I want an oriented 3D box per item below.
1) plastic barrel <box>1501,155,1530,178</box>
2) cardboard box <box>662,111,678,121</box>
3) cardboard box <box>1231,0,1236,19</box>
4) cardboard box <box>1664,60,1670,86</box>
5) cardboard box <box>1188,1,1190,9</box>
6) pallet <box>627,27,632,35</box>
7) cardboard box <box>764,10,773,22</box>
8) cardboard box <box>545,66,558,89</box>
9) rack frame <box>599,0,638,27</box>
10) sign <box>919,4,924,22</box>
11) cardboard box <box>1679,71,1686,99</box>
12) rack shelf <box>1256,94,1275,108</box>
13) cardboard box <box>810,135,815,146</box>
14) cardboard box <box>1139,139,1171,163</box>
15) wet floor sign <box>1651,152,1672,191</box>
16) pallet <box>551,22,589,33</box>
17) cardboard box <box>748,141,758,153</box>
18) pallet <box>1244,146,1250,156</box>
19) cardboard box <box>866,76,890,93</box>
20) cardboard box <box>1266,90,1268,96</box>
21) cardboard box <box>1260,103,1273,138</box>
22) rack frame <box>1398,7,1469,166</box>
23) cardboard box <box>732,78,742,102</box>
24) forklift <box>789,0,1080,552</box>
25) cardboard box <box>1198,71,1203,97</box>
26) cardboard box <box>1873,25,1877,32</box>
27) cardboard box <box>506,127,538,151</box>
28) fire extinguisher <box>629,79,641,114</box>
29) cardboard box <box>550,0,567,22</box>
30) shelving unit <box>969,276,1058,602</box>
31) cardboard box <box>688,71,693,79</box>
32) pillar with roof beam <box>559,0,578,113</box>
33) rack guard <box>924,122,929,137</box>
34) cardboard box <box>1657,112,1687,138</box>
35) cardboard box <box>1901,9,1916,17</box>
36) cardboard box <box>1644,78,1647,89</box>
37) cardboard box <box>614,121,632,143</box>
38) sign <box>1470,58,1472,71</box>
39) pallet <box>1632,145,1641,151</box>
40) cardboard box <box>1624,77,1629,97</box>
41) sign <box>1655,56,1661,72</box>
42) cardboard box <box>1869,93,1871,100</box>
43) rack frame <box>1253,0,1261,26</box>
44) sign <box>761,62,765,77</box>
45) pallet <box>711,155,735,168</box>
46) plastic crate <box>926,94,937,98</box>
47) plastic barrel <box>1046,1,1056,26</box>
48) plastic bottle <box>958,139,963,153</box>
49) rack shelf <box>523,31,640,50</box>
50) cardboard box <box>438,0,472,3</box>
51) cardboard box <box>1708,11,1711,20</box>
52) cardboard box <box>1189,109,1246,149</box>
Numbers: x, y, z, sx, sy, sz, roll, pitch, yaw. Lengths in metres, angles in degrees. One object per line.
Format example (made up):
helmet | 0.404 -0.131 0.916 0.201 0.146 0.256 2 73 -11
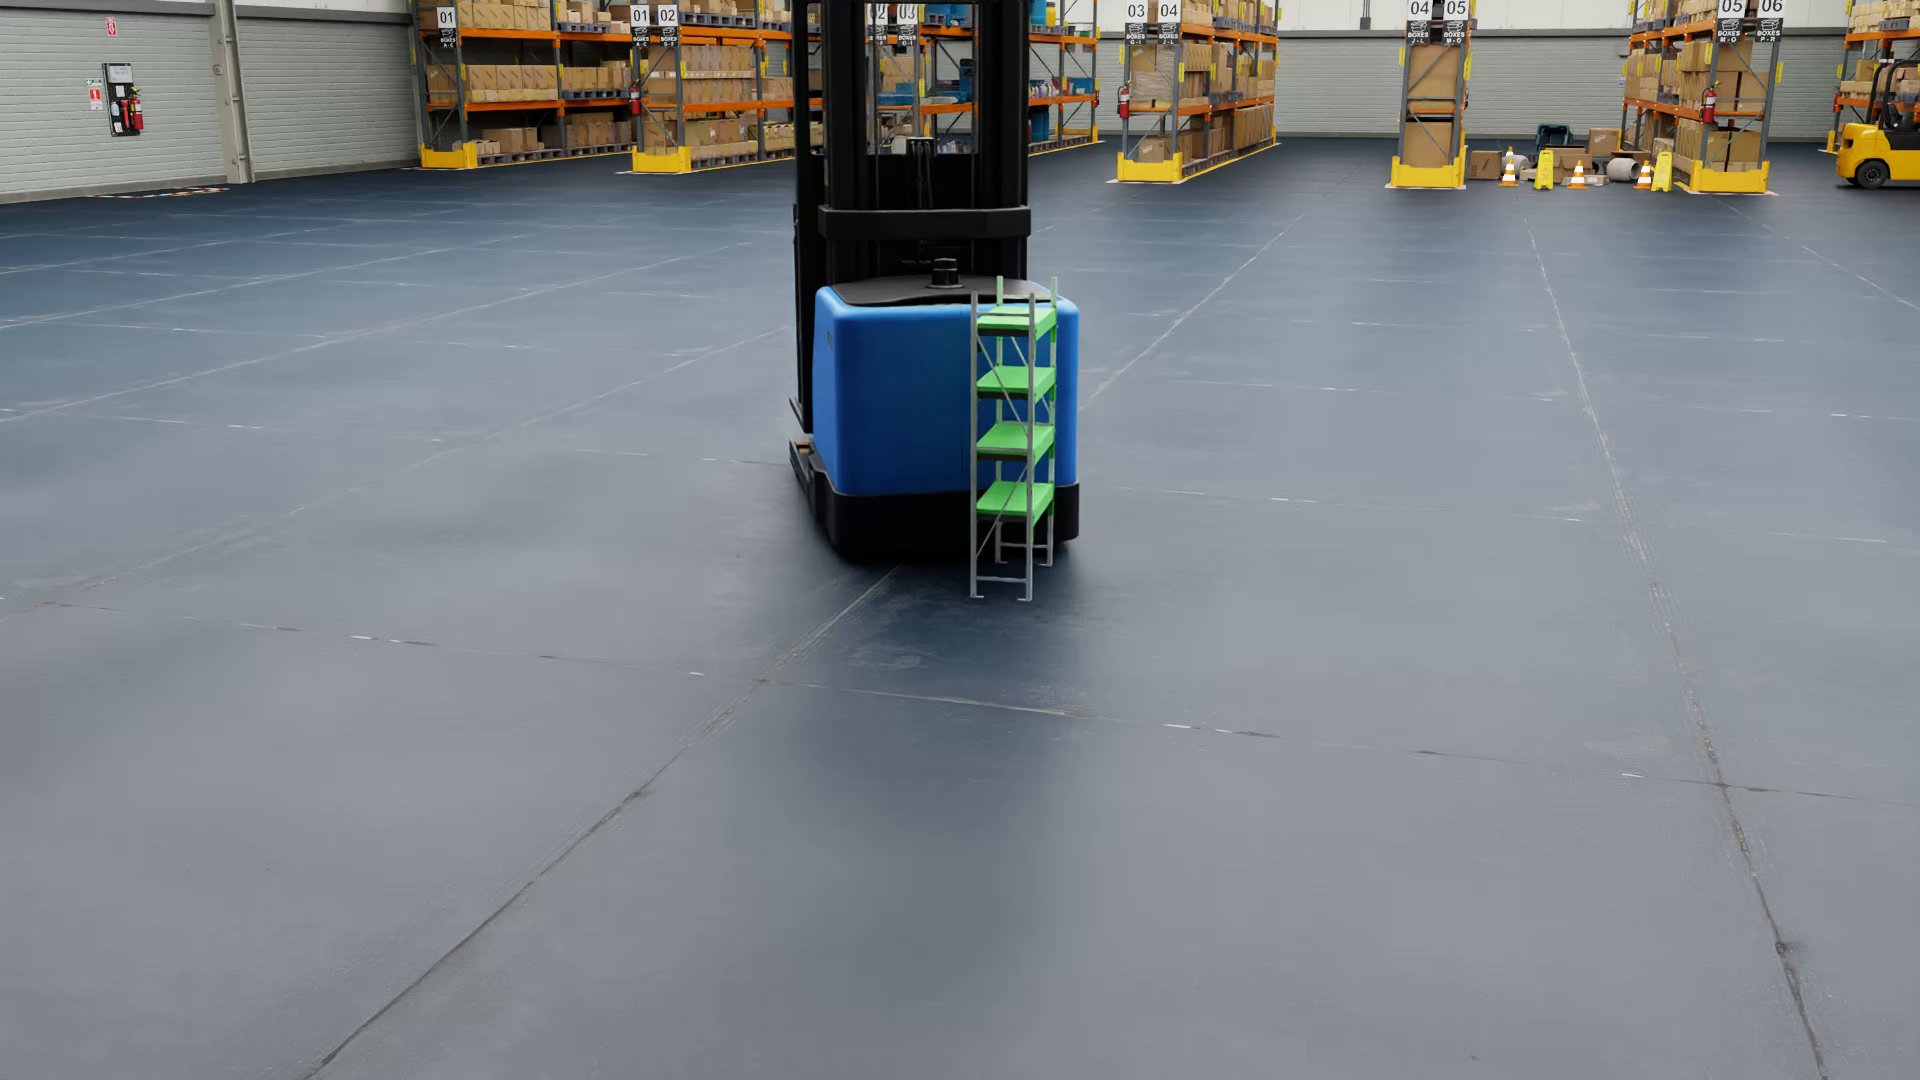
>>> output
plastic barrel | 10.506 -7.094 31.564 0.421 0.421 0.512 -10 19 -32
cardboard box | -7.890 -10.938 43.565 0.750 0.750 0.750 5 16 16
cardboard box | 5.736 -11.659 36.342 0.500 0.500 0.500 5 16 16
cardboard box | 14.778 -9.595 34.162 0.500 0.500 0.500 6 17 19
cardboard box | 4.060 -9.932 30.897 0.380 0.149 0.250 5 17 18
pallet | -8.348 -12.884 42.105 1.213 0.211 1.003 5 17 18
cardboard box | -4.528 -11.807 37.467 0.500 0.250 0.500 3 16 10
cardboard box | -9.454 -10.463 37.585 0.500 0.500 0.500 5 16 16
rack frame | -8.480 -14.245 41.062 1.000 3.000 0.127 5 16 16
sign | -0.729 -9.901 31.228 0.100 0.325 0.005 5 16 16
cardboard box | 13.740 -8.490 31.035 0.500 0.500 0.500 5 16 16
rack shelf | 7.473 -11.430 43.450 1.077 0.370 4.000 5 16 16
cardboard box | -3.788 -9.563 39.819 0.500 0.250 0.500 4 16 15
cardboard box | 3.688 -7.275 31.294 0.500 0.500 0.500 8 18 26
wet floor sign | 11.916 -6.246 28.168 0.267 0.644 0.232 11 19 35
pallet | -9.339 -11.819 38.347 1.213 0.211 1.003 5 16 16
cardboard box | -4.788 -8.670 36.670 0.500 0.250 0.500 5 16 16
pallet | 6.412 -9.384 40.026 1.003 0.211 1.213 5 16 16
cardboard box | -2.187 -12.183 44.601 0.500 0.500 0.500 5 17 17
cardboard box | 7.821 -11.660 43.402 0.380 0.149 0.250 5 17 17
cardboard box | 7.936 -11.306 44.817 0.875 0.875 0.875 5 16 16
rack frame | 8.221 -7.703 28.989 1.000 3.000 0.127 5 16 16
cardboard box | -5.130 -9.722 35.927 0.700 0.500 0.500 4 16 15
forklift | -0.270 -1.719 8.019 1.130 2.935 3.031 -3 16 -10
cardboard box | 4.444 -9.239 33.676 0.875 0.500 0.500 5 16 16
cardboard box | 21.216 -11.737 38.177 0.380 0.149 0.250 5 16 16
cardboard box | -9.873 -9.047 37.503 0.500 0.500 0.500 3 16 12
fire extinguisher | -6.482 -8.851 33.179 0.296 0.674 0.183 5 16 16
cardboard box | -9.385 -12.143 38.193 0.500 0.500 0.500 7 17 24
shelving unit | 0.214 -0.408 6.571 0.258 1.200 0.503 4 16 12
cardboard box | -5.612 -9.398 33.595 0.380 0.149 0.250 4 16 14
pillar with roof beam | -5.551 -13.638 38.922 9.100 9.000 0.400 5 16 16
rack guard | -1.478 -11.847 48.179 1.175 0.500 0.348 5 16 16
cardboard box | 15.545 -8.792 35.955 0.875 0.875 0.875 4 16 15
cardboard box | 20.287 -11.222 35.406 0.380 0.149 0.250 5 17 17
cardboard box | 15.720 -10.291 37.474 0.500 0.250 0.500 5 17 17
cardboard box | -8.634 -10.176 41.483 0.700 0.500 0.500 5 17 17
sign | 12.164 -11.357 39.751 0.100 0.325 0.005 5 16 16
pallet | 16.697 -9.336 39.858 1.003 0.211 1.213 5 16 16
cardboard box | 17.131 -11.476 42.109 0.500 0.500 0.500 4 16 15
sign | 14.736 -10.037 35.099 0.100 0.325 0.005 5 16 16
cardboard box | 21.067 -10.153 38.088 0.380 0.149 0.250 5 17 17
rack frame | 6.904 -14.139 40.688 1.000 3.000 0.127 5 16 16
sign | -4.334 -10.341 36.561 0.100 0.325 0.005 5 16 16
pallet | -5.477 -8.063 35.369 1.003 0.211 1.213 5 16 16
plastic crate | -0.774 -9.109 34.336 0.450 0.188 0.662 5 16 16
plastic barrel | 2.091 -13.118 41.472 0.600 0.588 0.600 0 16 0
plastic bottle | -0.025 -8.291 35.111 0.144 0.351 0.185 4 16 14
rack shelf | -9.048 -11.933 39.724 1.077 0.370 4.000 5 16 16
cardboard box | -10.411 -11.330 34.228 0.500 0.500 0.500 3 16 12
cardboard box | 13.137 -9.047 28.692 0.380 0.149 0.250 4 16 15
cardboard box | 5.984 -9.566 38.681 1.225 0.875 0.875 4 16 13
